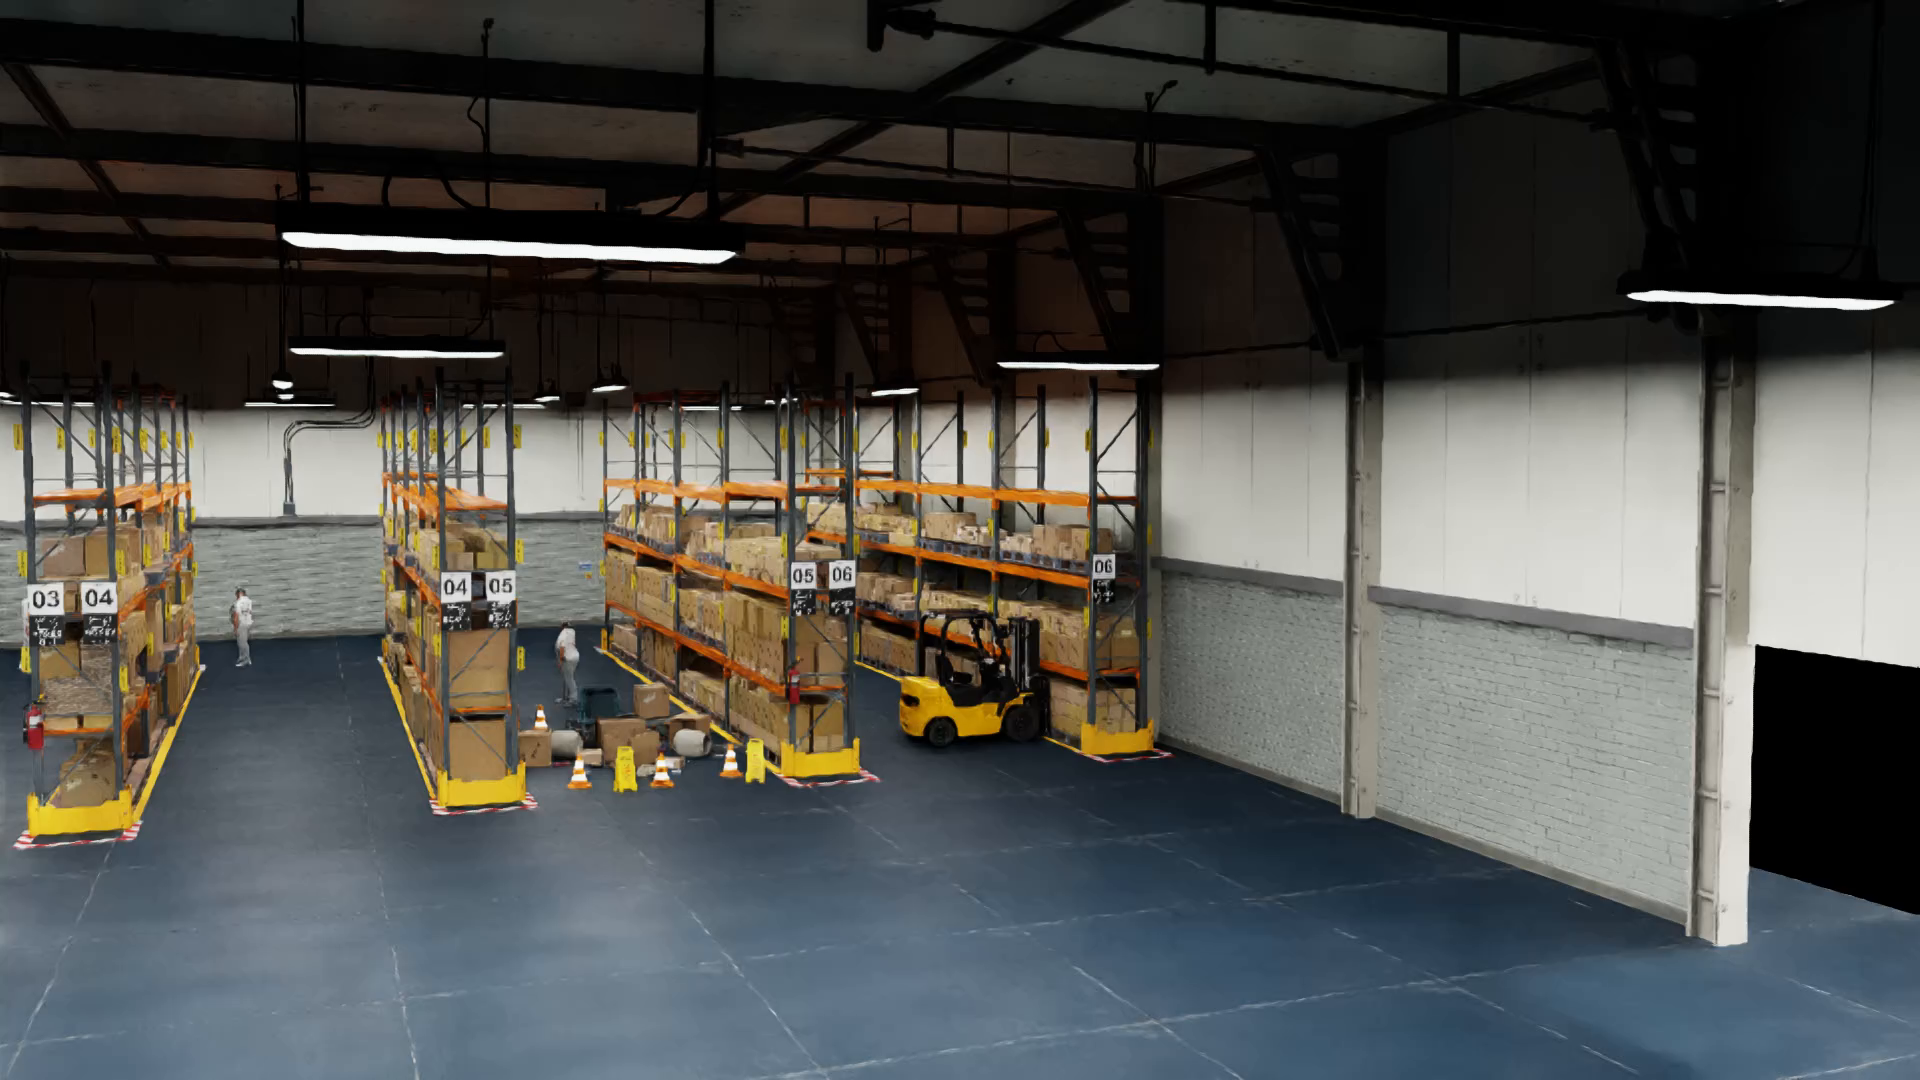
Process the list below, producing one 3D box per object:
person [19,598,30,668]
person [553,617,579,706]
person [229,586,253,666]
[{"bbox_3d":[-20.335,1.900,36.579,0.578,1.772,0.775,1,4,16],"label":"person"},{"bbox_3d":[-7.442,2.267,31.391,0.541,1.643,0.562,0,3,8],"label":"person"},{"bbox_3d":[-15.991,1.897,36.967,0.586,1.750,0.692,0,3,5],"label":"person"}]
